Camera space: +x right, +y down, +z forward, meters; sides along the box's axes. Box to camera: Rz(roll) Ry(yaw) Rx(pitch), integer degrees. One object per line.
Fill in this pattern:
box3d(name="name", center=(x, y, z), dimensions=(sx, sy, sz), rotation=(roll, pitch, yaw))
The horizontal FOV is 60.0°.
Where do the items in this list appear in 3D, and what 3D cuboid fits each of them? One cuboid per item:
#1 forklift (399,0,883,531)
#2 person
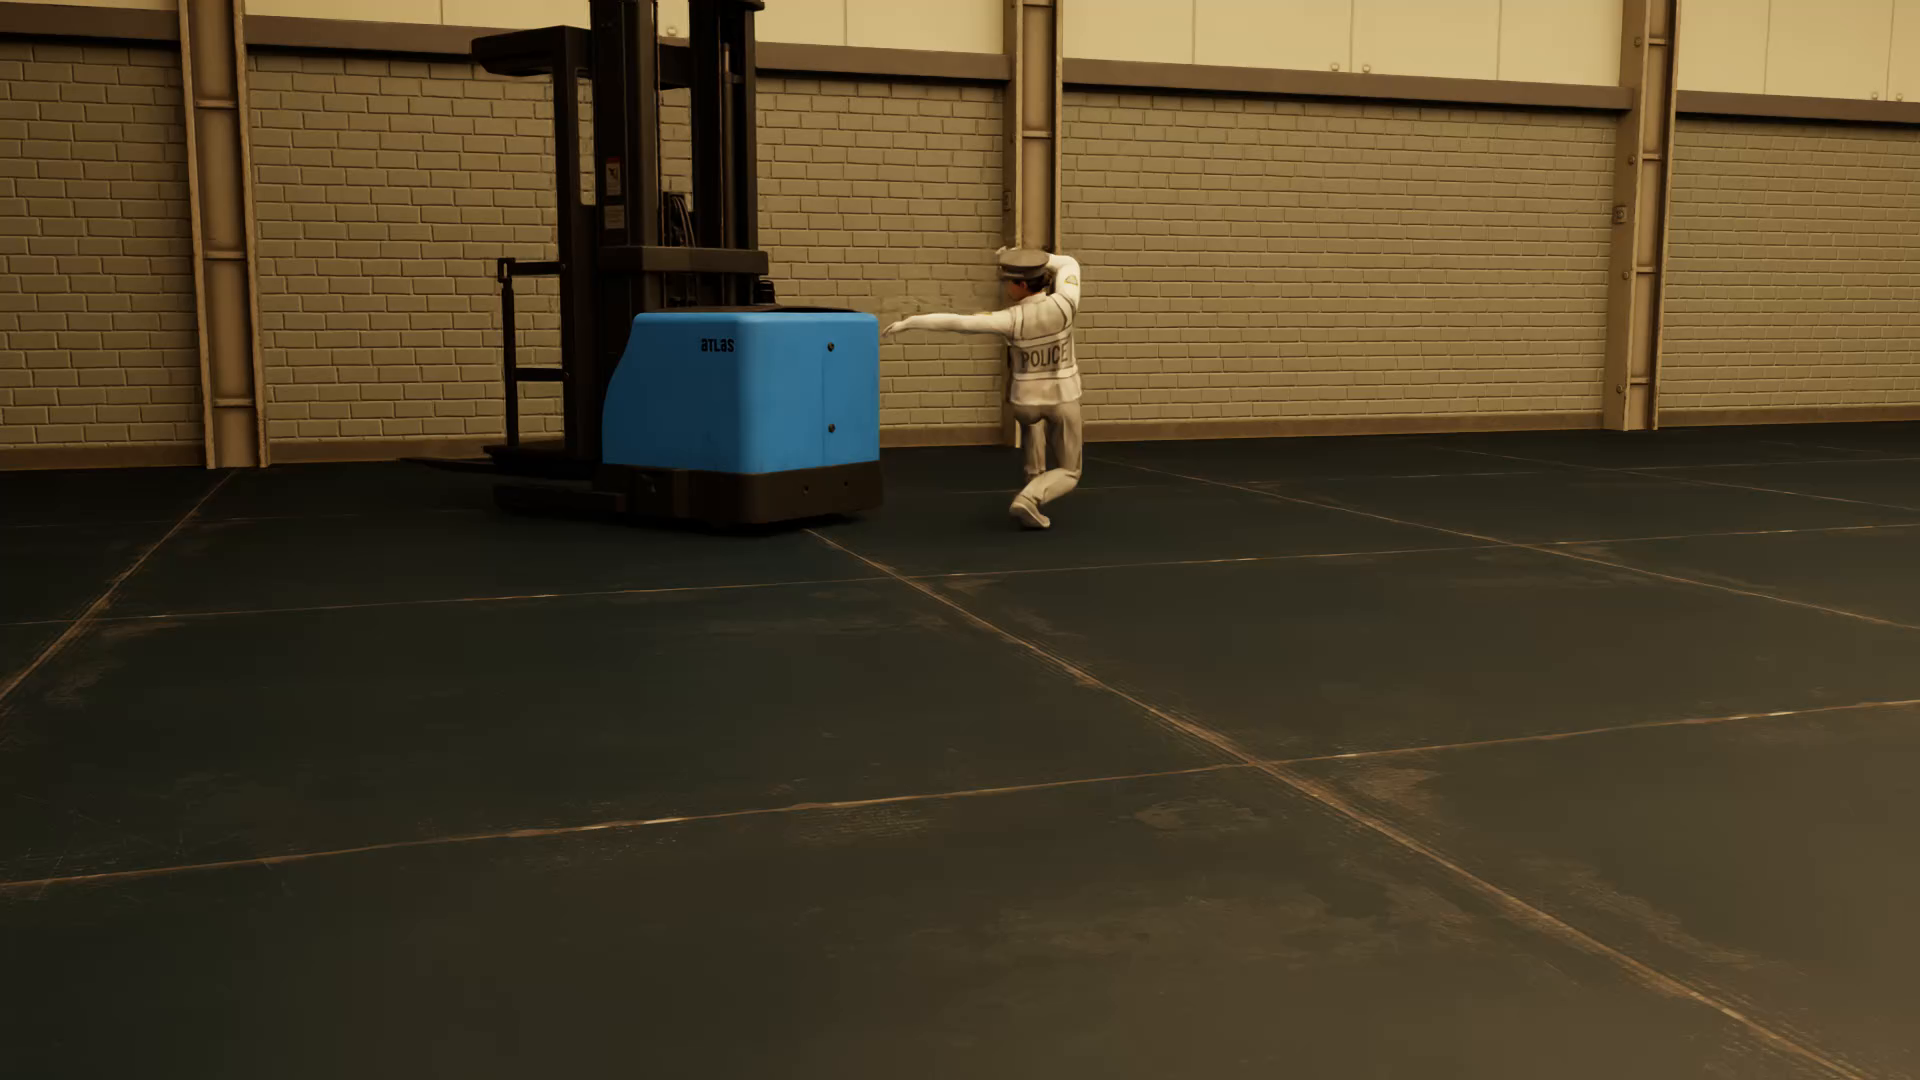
box3d(name="forklift", center=(-1.896, -1.629, 9.030), dimensions=(3.031, 2.935, 1.130), rotation=(6, 10, 36))
box3d(name="person", center=(0.142, -0.784, 8.547), dimensions=(0.976, 1.429, 0.848), rotation=(1, 8, 9))
